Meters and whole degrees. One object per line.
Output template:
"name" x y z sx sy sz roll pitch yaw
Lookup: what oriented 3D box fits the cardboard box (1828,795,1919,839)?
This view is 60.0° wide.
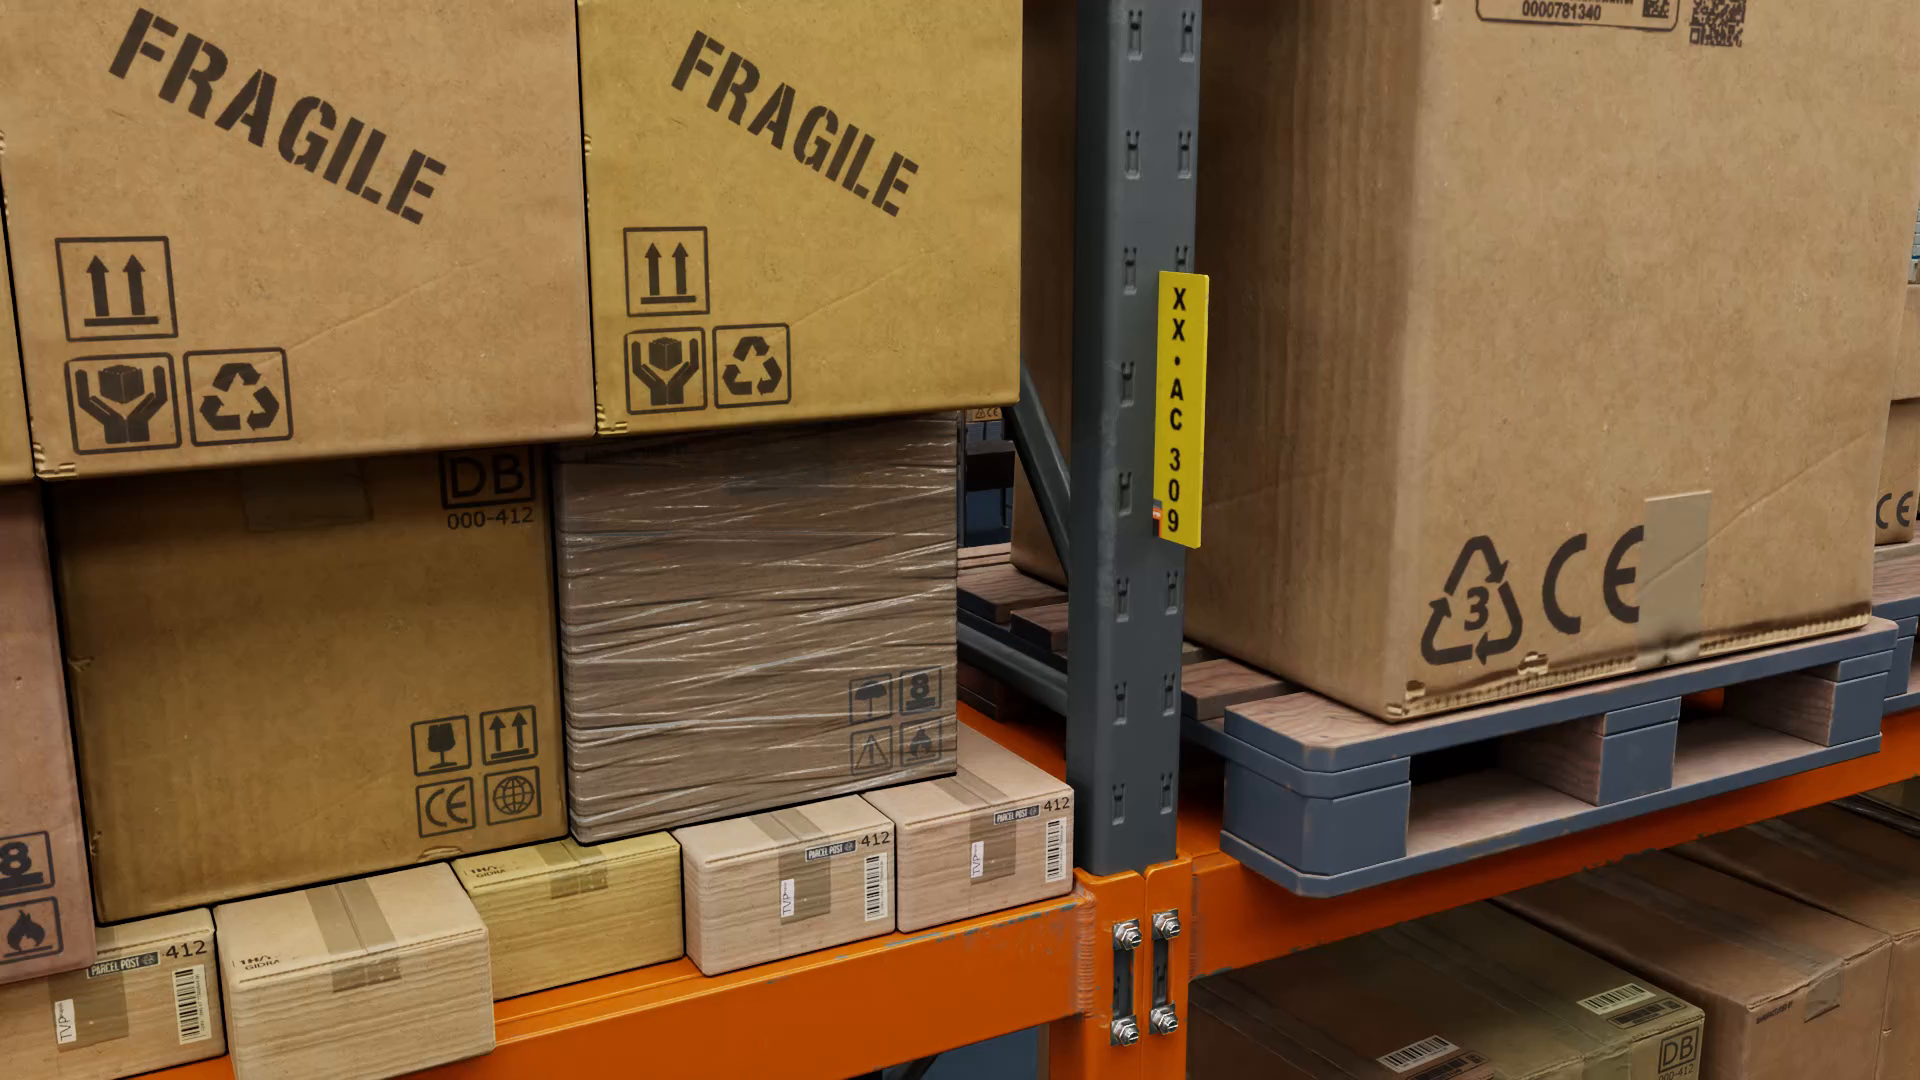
"cardboard box" 2.448 0.881 4.056 0.500 0.500 0.700 -8 15 -33

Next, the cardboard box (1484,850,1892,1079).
"cardboard box" 1.464 1.000 3.524 0.500 0.500 0.700 -8 15 -33

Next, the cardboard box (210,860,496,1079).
"cardboard box" -0.690 0.450 1.849 0.250 0.149 0.380 -7 14 -28

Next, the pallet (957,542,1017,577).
"pallet" 0.435 0.220 8.649 1.213 0.211 1.003 -7 14 -28

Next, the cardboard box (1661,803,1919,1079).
"cardboard box" 1.953 0.941 3.785 0.500 0.500 0.700 -6 14 -23

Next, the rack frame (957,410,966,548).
"rack frame" -0.069 -1.016 9.842 0.015 2.100 0.400 -7 14 -28

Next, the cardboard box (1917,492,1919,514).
"cardboard box" 2.173 -0.171 3.388 0.258 0.266 0.396 -7 15 -29

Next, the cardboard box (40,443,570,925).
"cardboard box" -0.884 0.049 2.156 0.500 0.500 0.875 -7 14 -28

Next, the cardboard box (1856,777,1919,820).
"cardboard box" 2.473 0.514 3.979 0.500 0.250 0.500 -5 14 -22

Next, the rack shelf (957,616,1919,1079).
"rack shelf" 1.752 0.302 3.574 4.000 0.370 1.077 -7 14 -28

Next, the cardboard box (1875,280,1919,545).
"cardboard box" 1.473 -0.294 3.393 0.637 0.503 0.797 -5 14 -22

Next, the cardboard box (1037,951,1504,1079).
"cardboard box" 0.545 1.106 3.055 0.500 0.500 0.700 -8 15 -32

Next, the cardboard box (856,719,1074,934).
"cardboard box" -0.052 0.363 2.236 0.250 0.149 0.380 -7 14 -28

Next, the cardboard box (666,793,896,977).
"cardboard box" -0.276 0.388 2.127 0.250 0.149 0.380 -7 14 -28

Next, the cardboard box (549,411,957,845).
"cardboard box" -0.429 0.003 2.360 0.500 0.500 0.875 -7 14 -28

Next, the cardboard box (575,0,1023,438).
"cardboard box" -0.267 -0.420 1.961 0.500 0.500 0.500 -7 14 -28

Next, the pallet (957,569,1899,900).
"pallet" 0.737 0.203 2.814 1.213 0.211 1.003 -7 14 -28

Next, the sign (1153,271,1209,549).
"sign" 0.263 -0.157 2.004 0.005 0.325 0.100 -7 14 -28

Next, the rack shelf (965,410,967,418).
"rack shelf" 0.145 -1.028 9.959 0.480 0.518 0.431 -7 14 -28

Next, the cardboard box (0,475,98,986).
"cardboard box" -1.275 0.121 1.836 0.500 0.500 0.875 -7 14 -28

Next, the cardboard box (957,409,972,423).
"cardboard box" -0.243 -1.213 13.359 0.500 0.500 0.500 -7 15 -30

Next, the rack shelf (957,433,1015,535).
"rack shelf" 0.145 -0.346 10.113 0.480 0.518 0.431 -7 14 -28

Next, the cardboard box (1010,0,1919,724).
"cardboard box" 0.761 -0.393 2.700 1.000 1.000 1.000 -7 14 -27

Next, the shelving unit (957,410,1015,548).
"shelving unit" 0.145 -1.042 9.956 0.503 2.100 0.431 -7 14 -28

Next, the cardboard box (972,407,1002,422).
"cardboard box" 0.200 -1.265 13.589 0.500 0.500 0.500 -7 14 -29

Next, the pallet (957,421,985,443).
"pallet" -0.563 -0.880 13.538 1.213 0.211 1.003 -7 14 -28

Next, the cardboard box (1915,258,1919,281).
"cardboard box" 2.610 -0.371 3.740 0.500 0.500 0.700 -5 13 -20

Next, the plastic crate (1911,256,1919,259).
"plastic crate" 7.203 -1.971 12.282 0.300 0.233 0.416 -7 14 -28

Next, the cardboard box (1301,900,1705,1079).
"cardboard box" 0.973 1.059 3.262 0.500 0.500 0.700 -7 14 -28

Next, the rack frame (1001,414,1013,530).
"rack frame" 0.359 -1.067 10.070 0.015 2.100 0.400 -7 14 -28

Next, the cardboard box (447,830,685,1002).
"cardboard box" -0.524 0.402 2.062 0.250 0.149 0.380 -7 14 -28

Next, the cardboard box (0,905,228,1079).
"cardboard box" -0.973 0.451 1.846 0.250 0.149 0.380 -7 14 -28

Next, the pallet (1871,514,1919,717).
"pallet" 1.789 0.050 3.491 1.213 0.211 1.003 -7 14 -28

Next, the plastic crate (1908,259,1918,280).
"plastic crate" 6.073 -1.731 11.104 0.530 0.282 0.437 -7 14 -28

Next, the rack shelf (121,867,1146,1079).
"rack shelf" -1.759 0.723 1.705 4.000 0.370 1.077 -7 14 -28

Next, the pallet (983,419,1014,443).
"pallet" 0.507 -1.007 14.104 1.213 0.211 1.003 -7 14 -28

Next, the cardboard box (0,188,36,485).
"cardboard box" -1.145 -0.315 1.493 0.500 0.500 0.500 -7 14 -28

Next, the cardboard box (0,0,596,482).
"cardboard box" -0.705 -0.367 1.726 0.500 0.500 0.500 -7 14 -28
